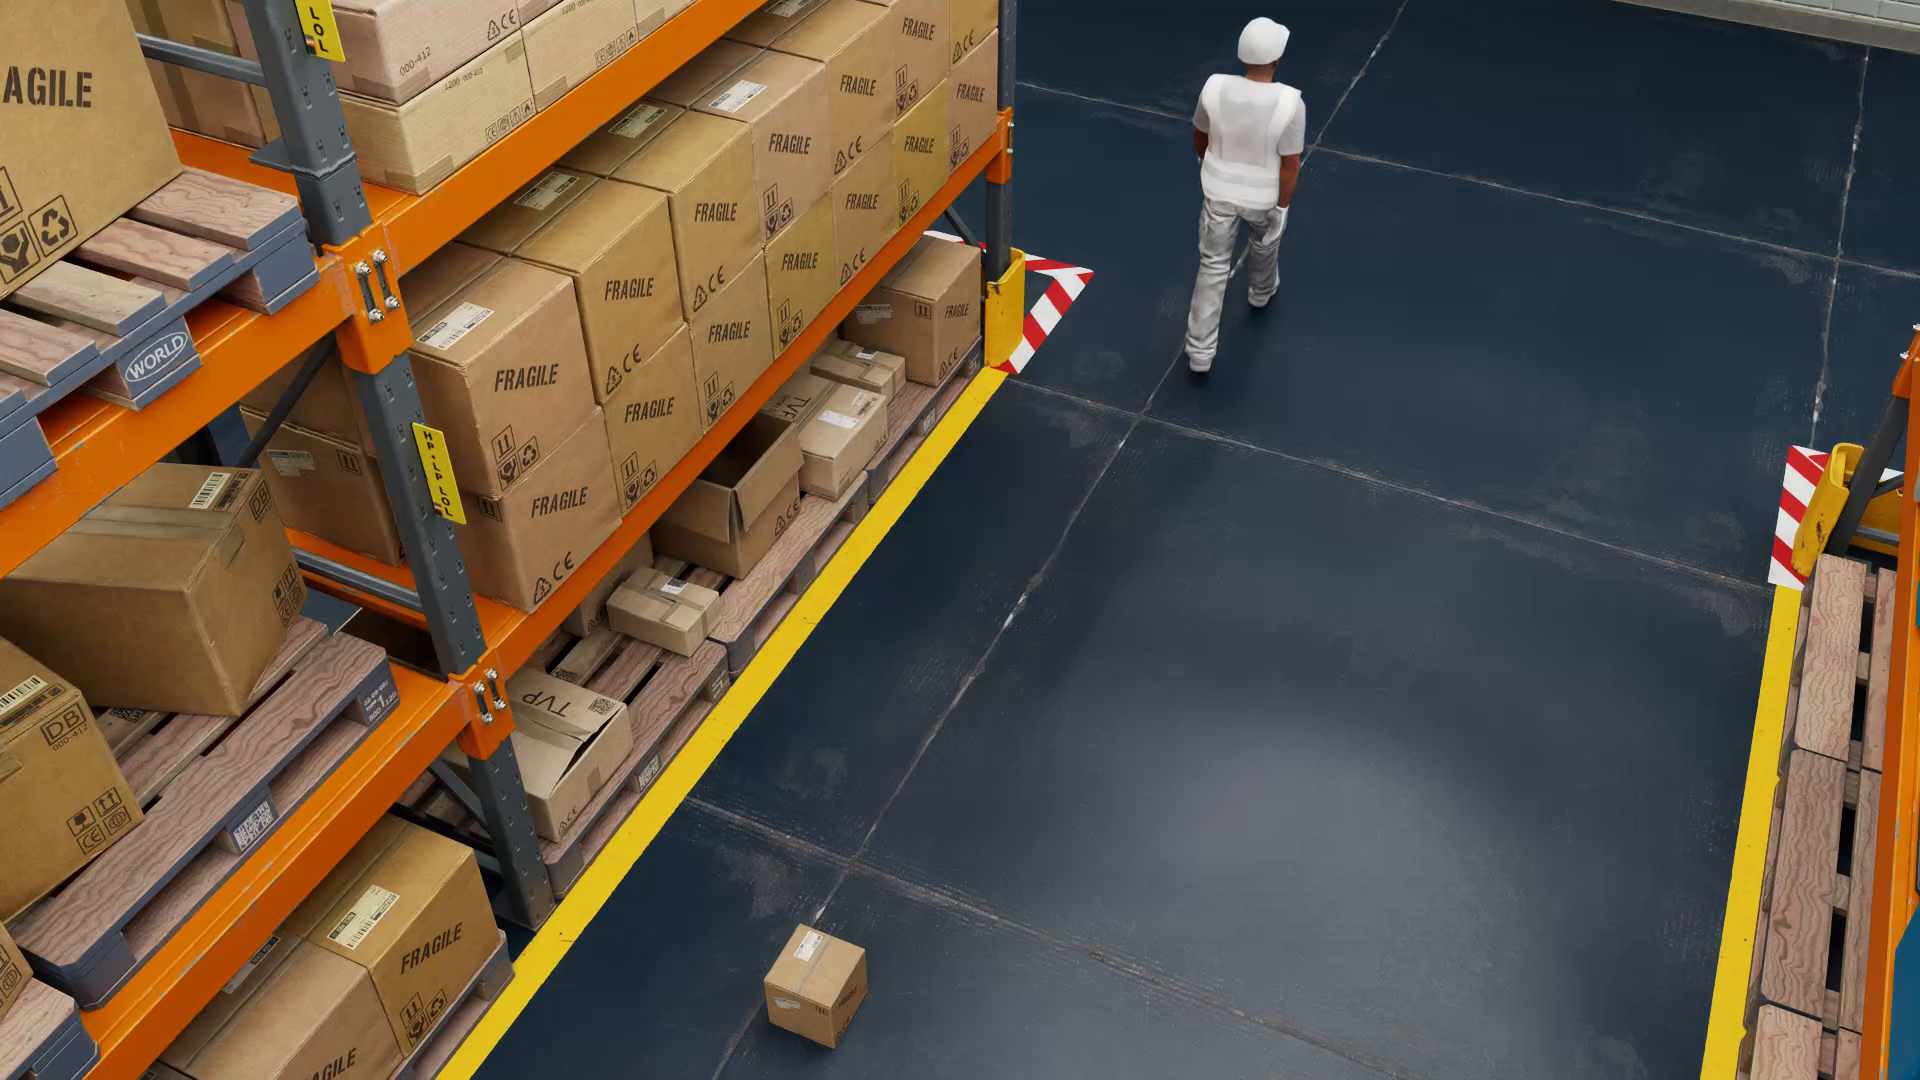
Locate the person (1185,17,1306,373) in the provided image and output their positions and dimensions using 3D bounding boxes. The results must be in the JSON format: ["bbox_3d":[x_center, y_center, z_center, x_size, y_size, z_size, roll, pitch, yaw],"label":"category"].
[{"bbox_3d":[1.393,-1.764,8.126,0.553,1.733,1.054,13,43,14],"label":"person"}]
